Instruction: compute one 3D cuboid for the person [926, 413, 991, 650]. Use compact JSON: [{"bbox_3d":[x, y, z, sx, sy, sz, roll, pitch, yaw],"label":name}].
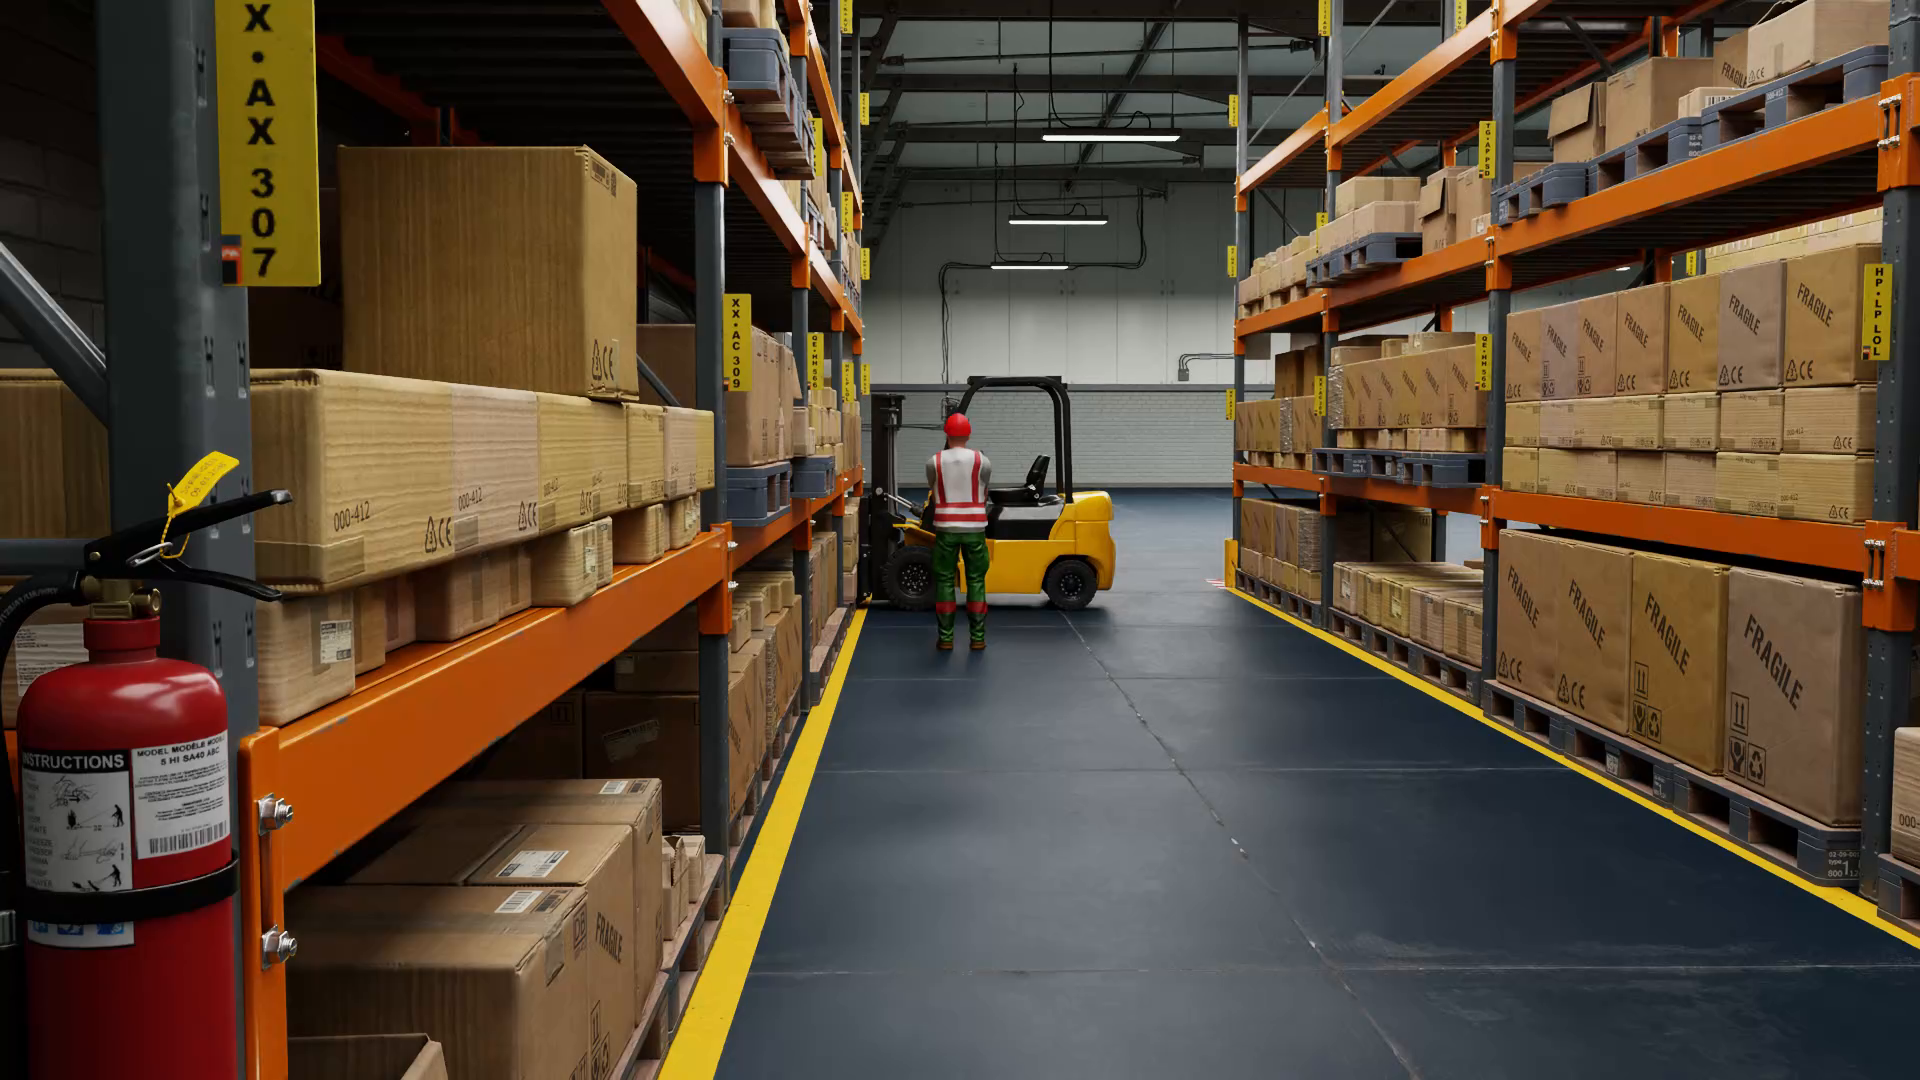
[{"bbox_3d":[-0.011,-0.072,12.645,0.494,1.782,0.561,0,4,0],"label":"person"}]
